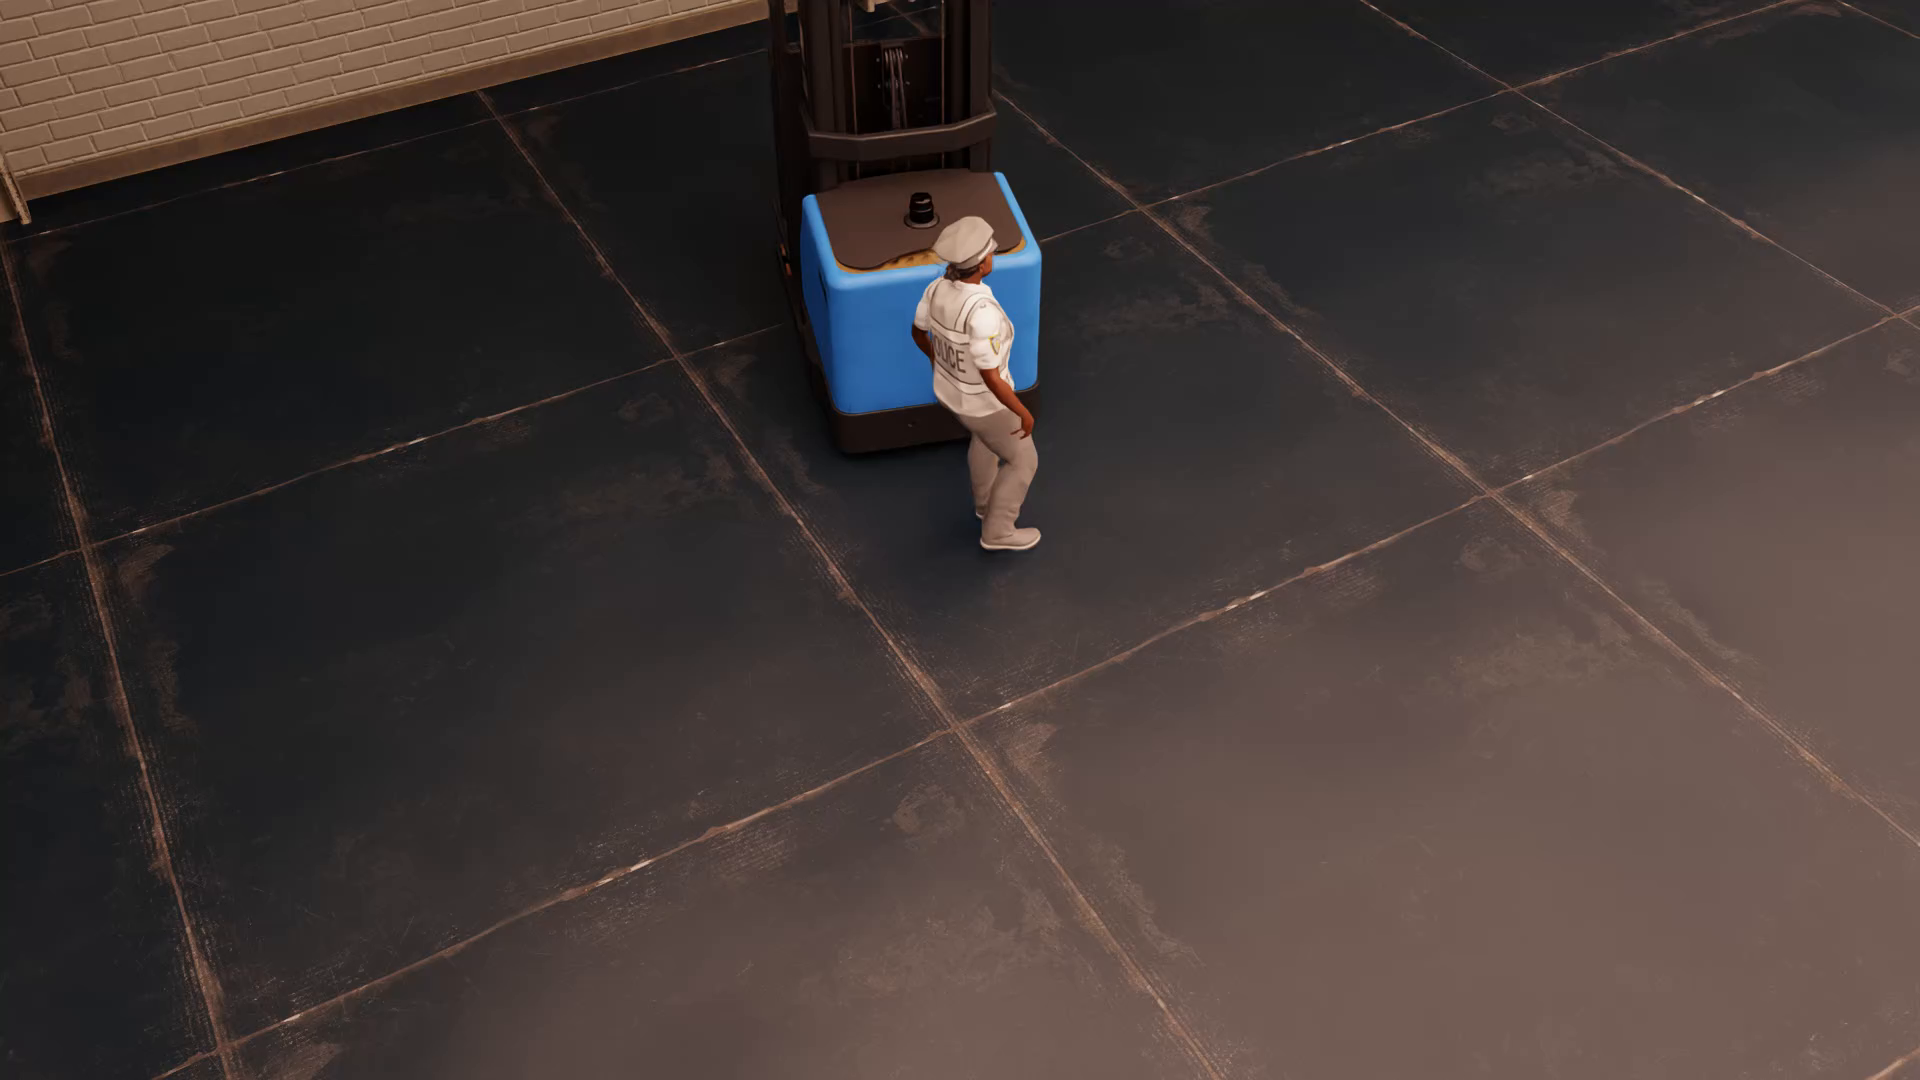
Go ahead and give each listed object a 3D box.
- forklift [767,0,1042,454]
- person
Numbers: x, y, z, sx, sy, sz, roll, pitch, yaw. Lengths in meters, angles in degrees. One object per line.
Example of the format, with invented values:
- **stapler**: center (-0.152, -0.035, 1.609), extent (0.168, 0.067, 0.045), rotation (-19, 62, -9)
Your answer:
- **forklift**: center (-0.433, -2.517, 8.412), extent (1.130, 2.935, 3.031), rotation (-9, 44, -10)
- **person**: center (0.140, -0.687, 7.390), extent (0.521, 1.657, 0.672), rotation (-25, 48, -25)
